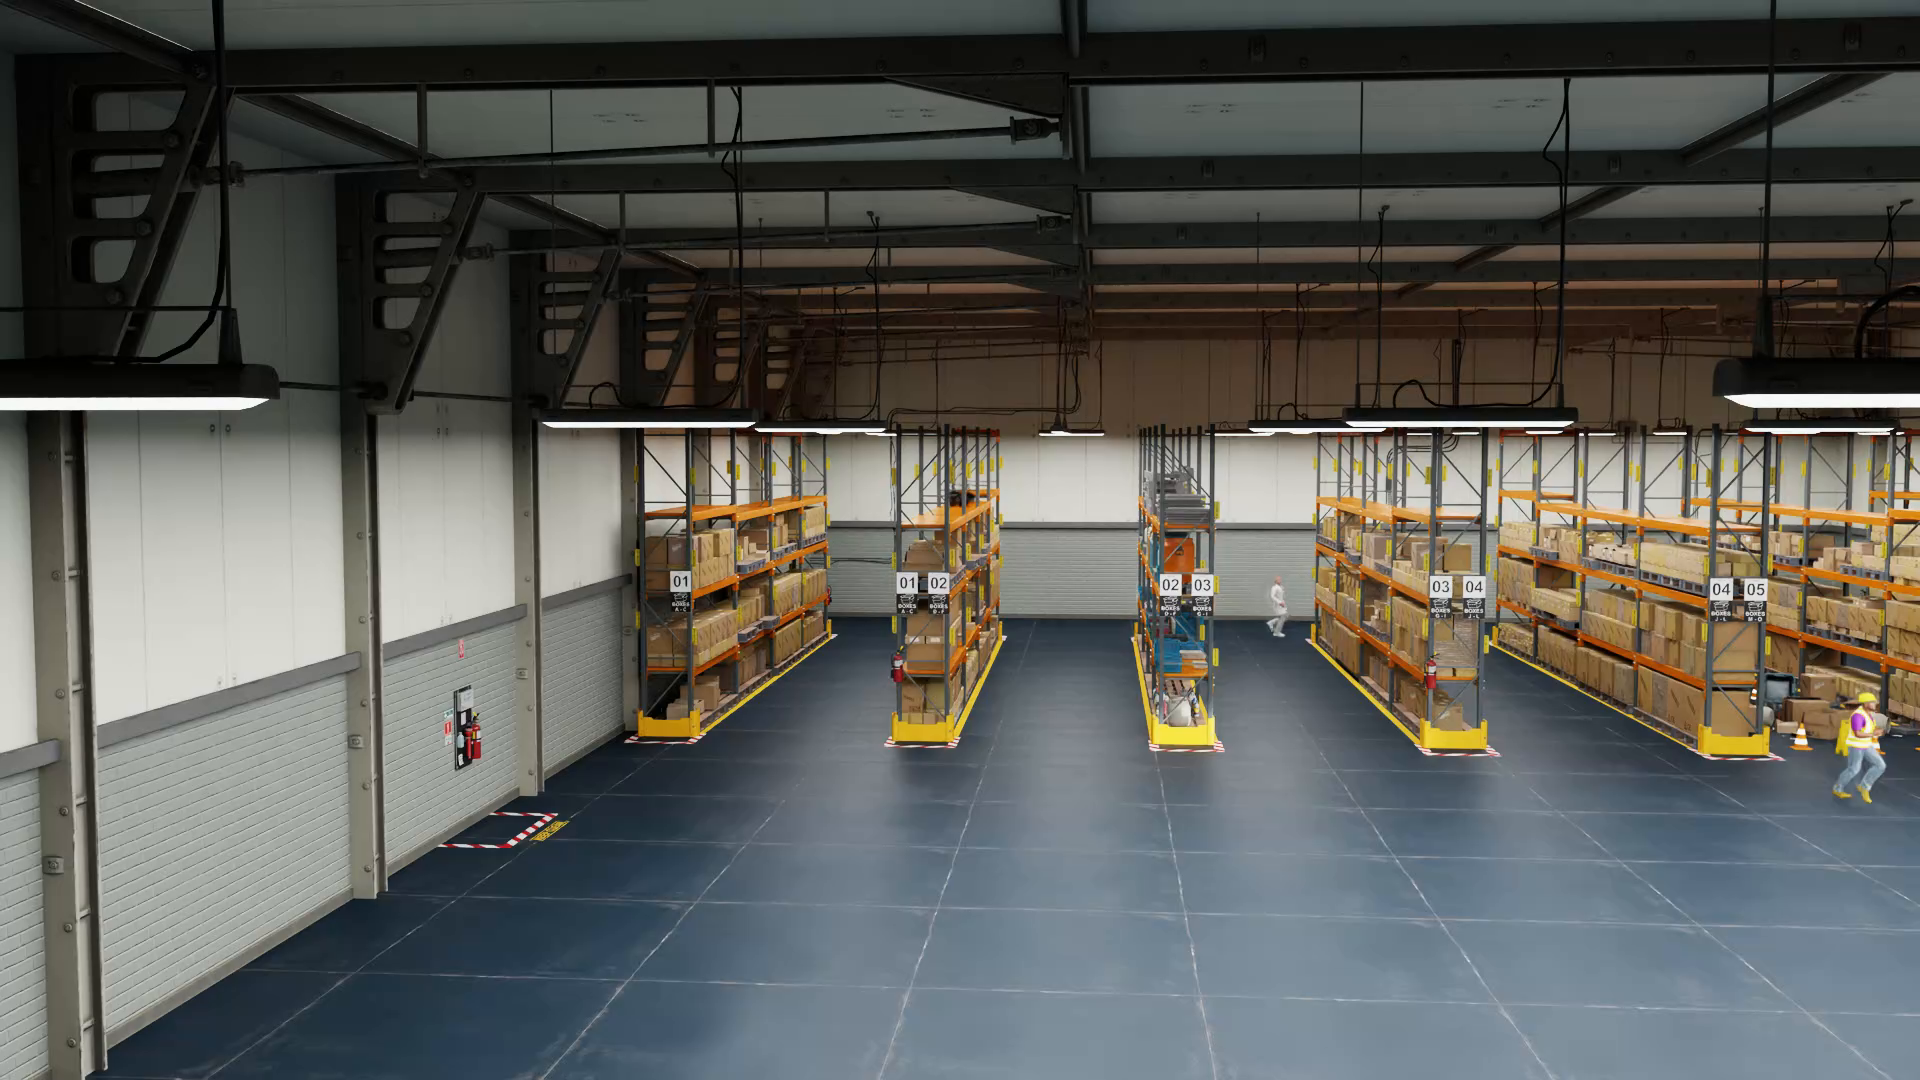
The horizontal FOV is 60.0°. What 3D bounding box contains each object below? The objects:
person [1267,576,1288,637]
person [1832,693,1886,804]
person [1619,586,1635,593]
[{"bbox_3d":[9.219,1.925,48.281,0.602,1.745,0.711,2,4,28],"label":"person"},{"bbox_3d":[14.136,3.254,26.093,0.732,1.754,0.808,-3,5,-40],"label":"person"},{"bbox_3d":[18.968,1.939,47.352,0.880,1.824,0.598,0,3,-3],"label":"person"}]
